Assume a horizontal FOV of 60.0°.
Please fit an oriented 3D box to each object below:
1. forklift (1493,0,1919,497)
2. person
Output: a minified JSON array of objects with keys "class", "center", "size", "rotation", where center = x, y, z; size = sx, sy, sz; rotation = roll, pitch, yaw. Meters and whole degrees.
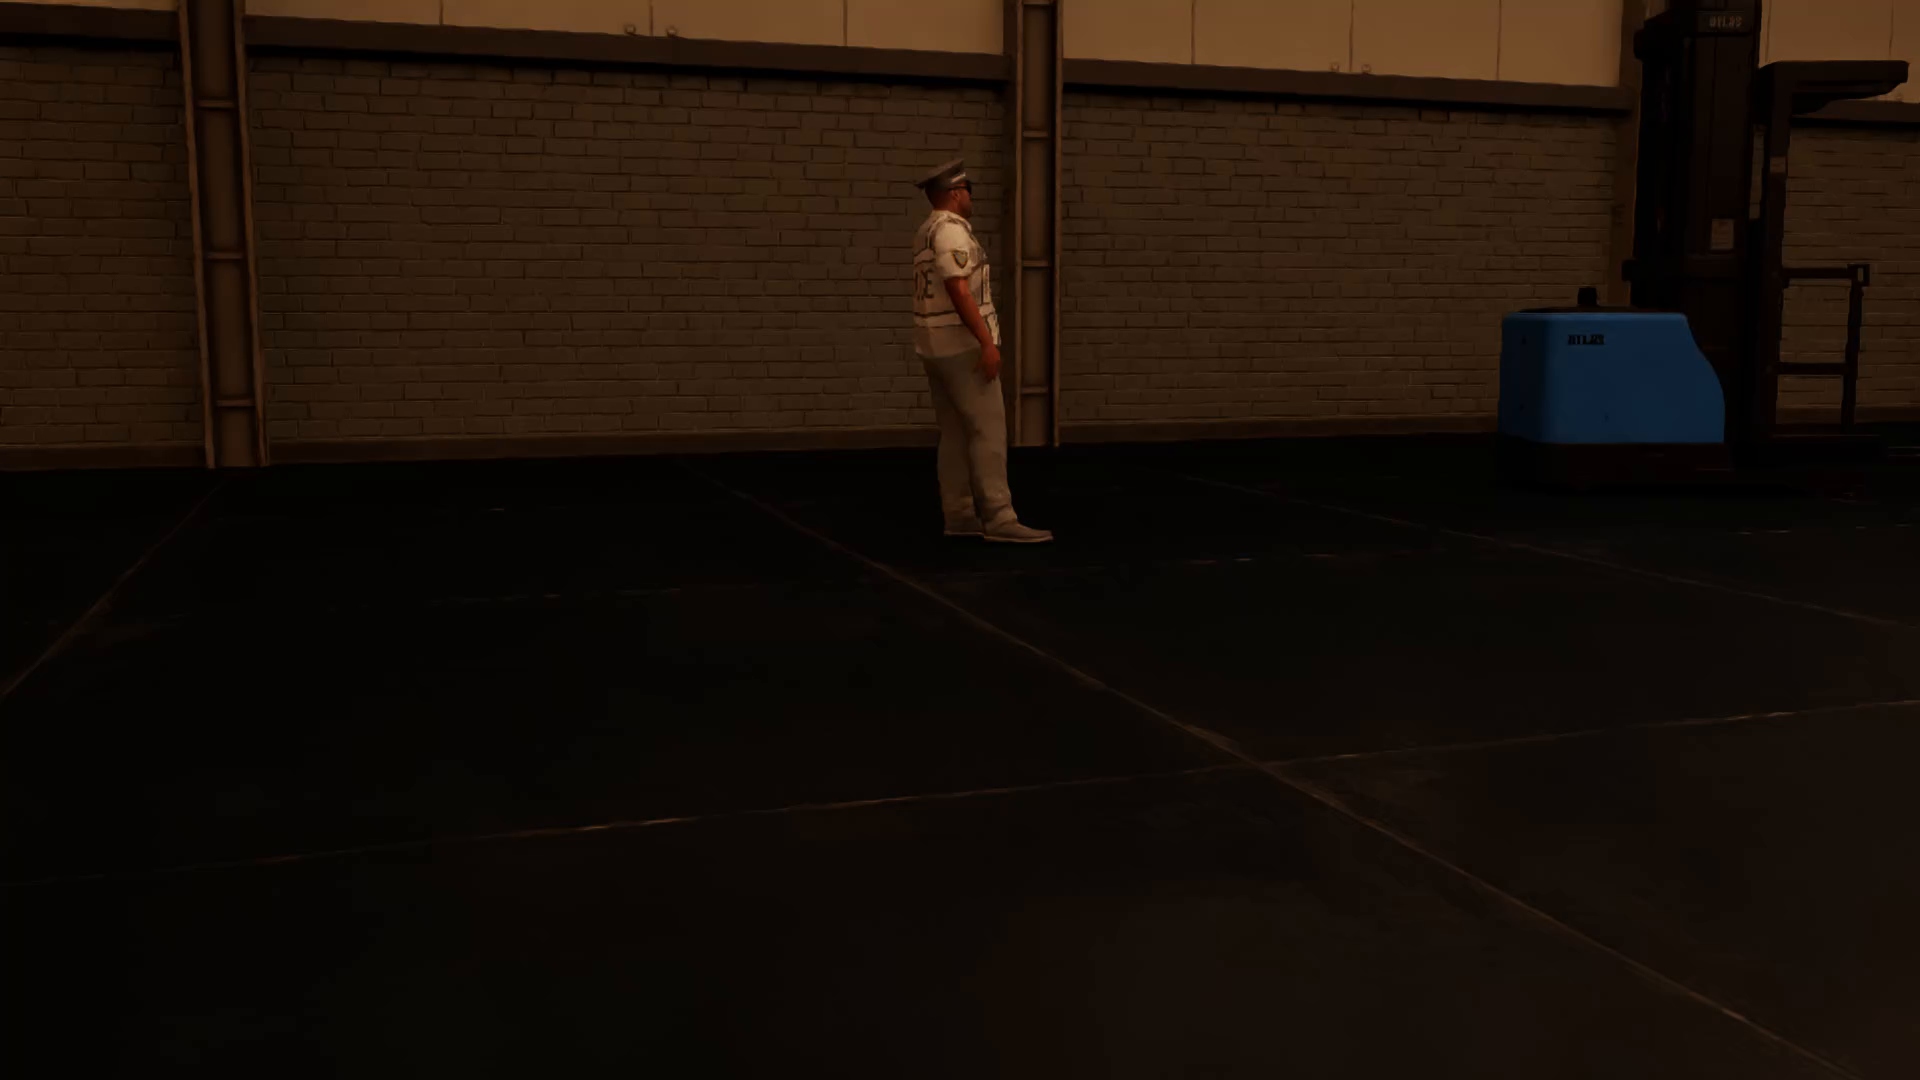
[{"class":"forklift","center":[4.963,-1.779,10.132],"size":[3.031,2.935,1.130],"rotation":[0,8,1]},{"class":"person","center":[0.078,-0.892,7.816],"size":[0.574,1.781,0.640],"rotation":[-3,8,-18]}]
